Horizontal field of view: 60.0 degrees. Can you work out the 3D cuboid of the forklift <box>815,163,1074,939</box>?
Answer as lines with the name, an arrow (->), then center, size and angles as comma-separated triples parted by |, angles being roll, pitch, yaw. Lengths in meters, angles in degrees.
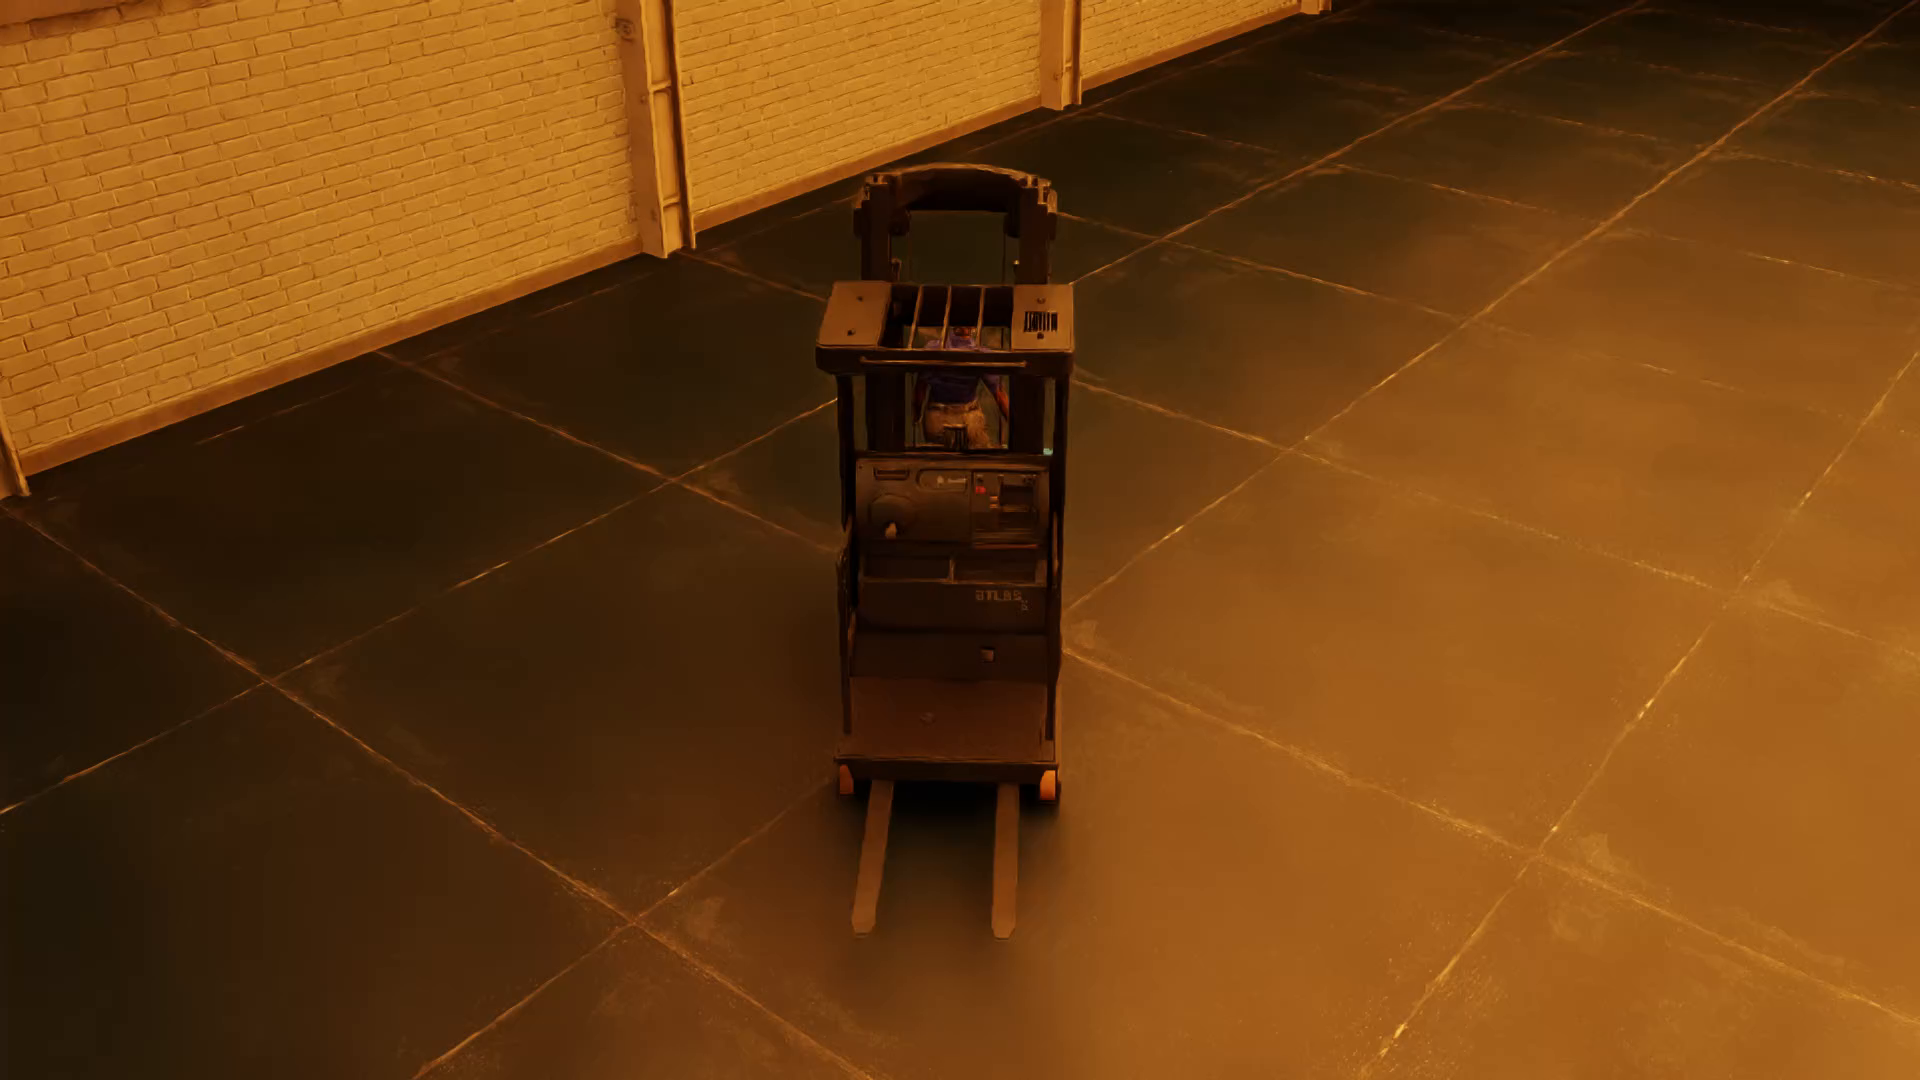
forklift -> -0.045, -0.137, 7.830 | 1.130, 2.935, 3.031 | 1, 30, 3

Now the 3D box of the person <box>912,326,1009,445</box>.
person -> 0.023, -0.749, 10.201 | 0.667, 1.597, 0.398 | 5, 31, 8
